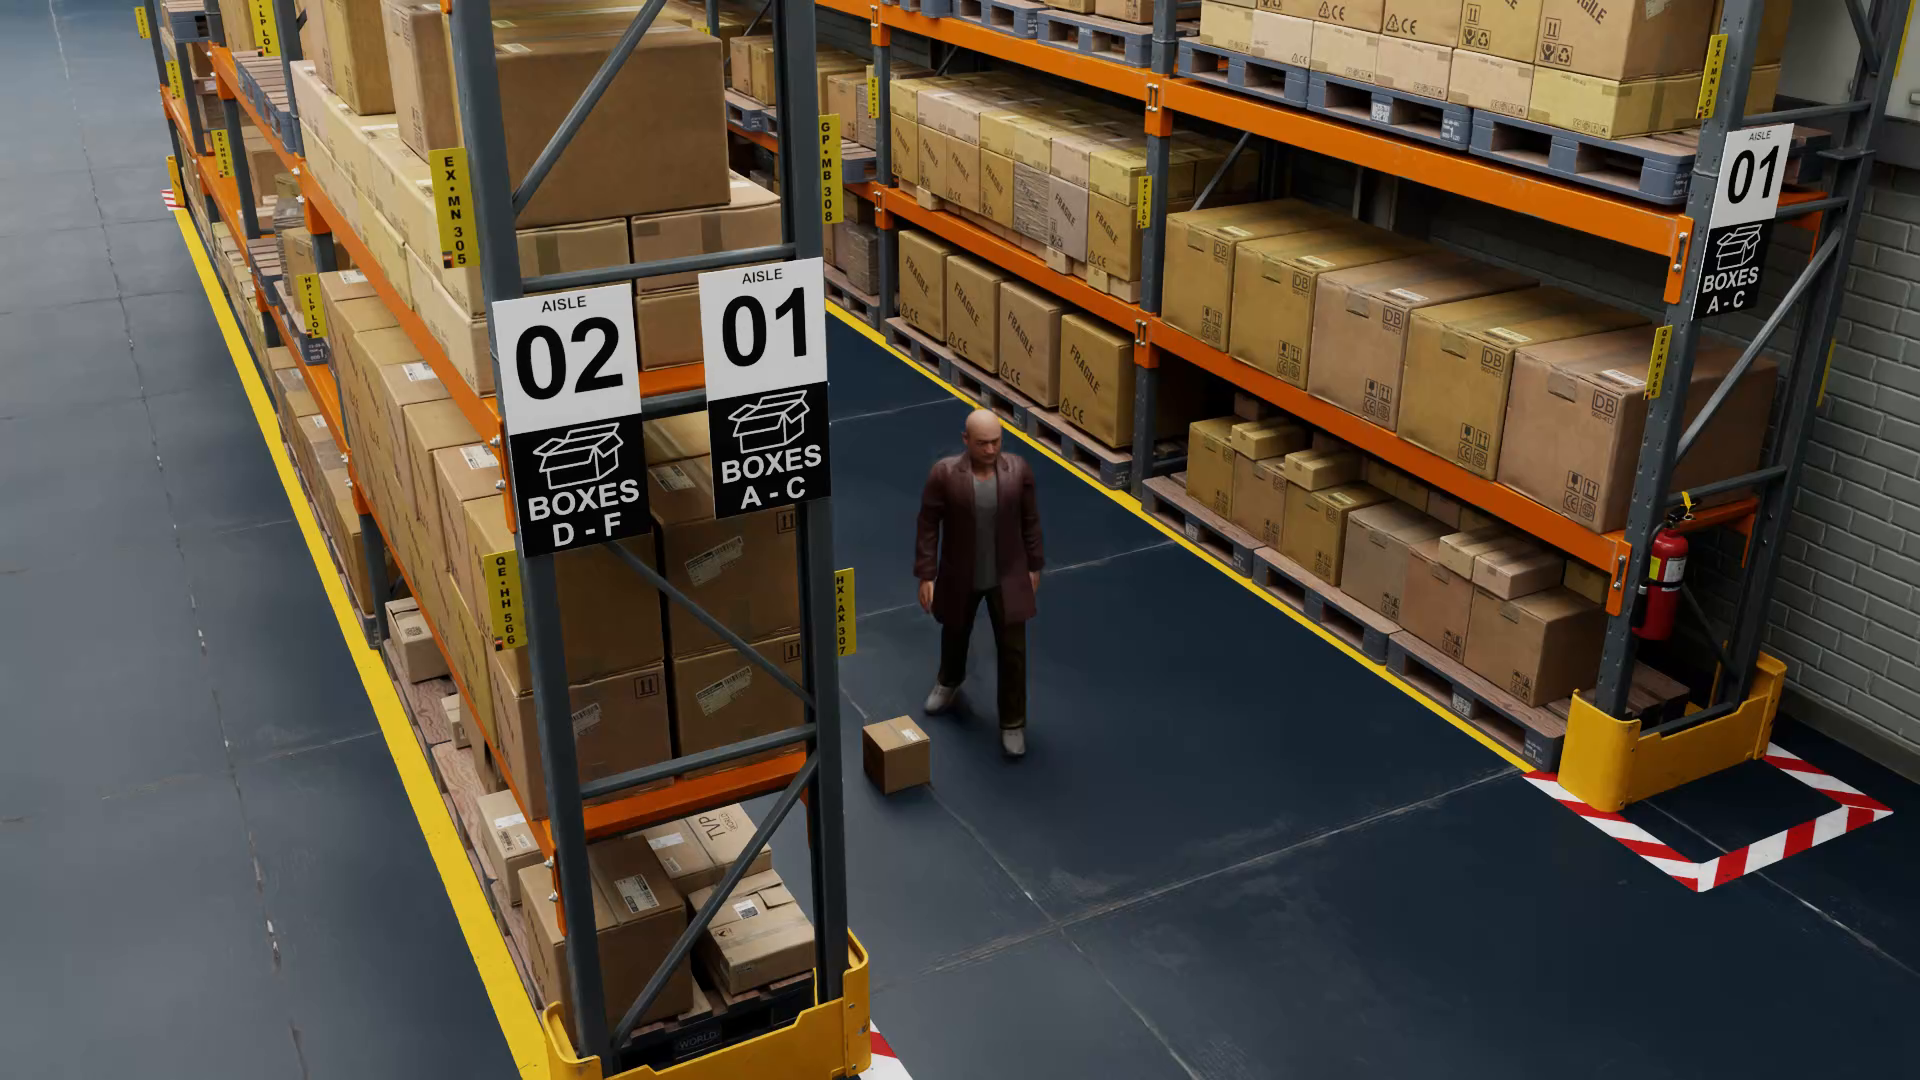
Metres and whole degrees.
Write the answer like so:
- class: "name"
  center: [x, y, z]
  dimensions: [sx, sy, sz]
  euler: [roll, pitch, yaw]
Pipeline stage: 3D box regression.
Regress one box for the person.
- class: "person"
  center: [0.097, 0.160, 8.299]
  dimensions: [0.670, 1.767, 0.814]
  euler: [-2, 25, -5]
